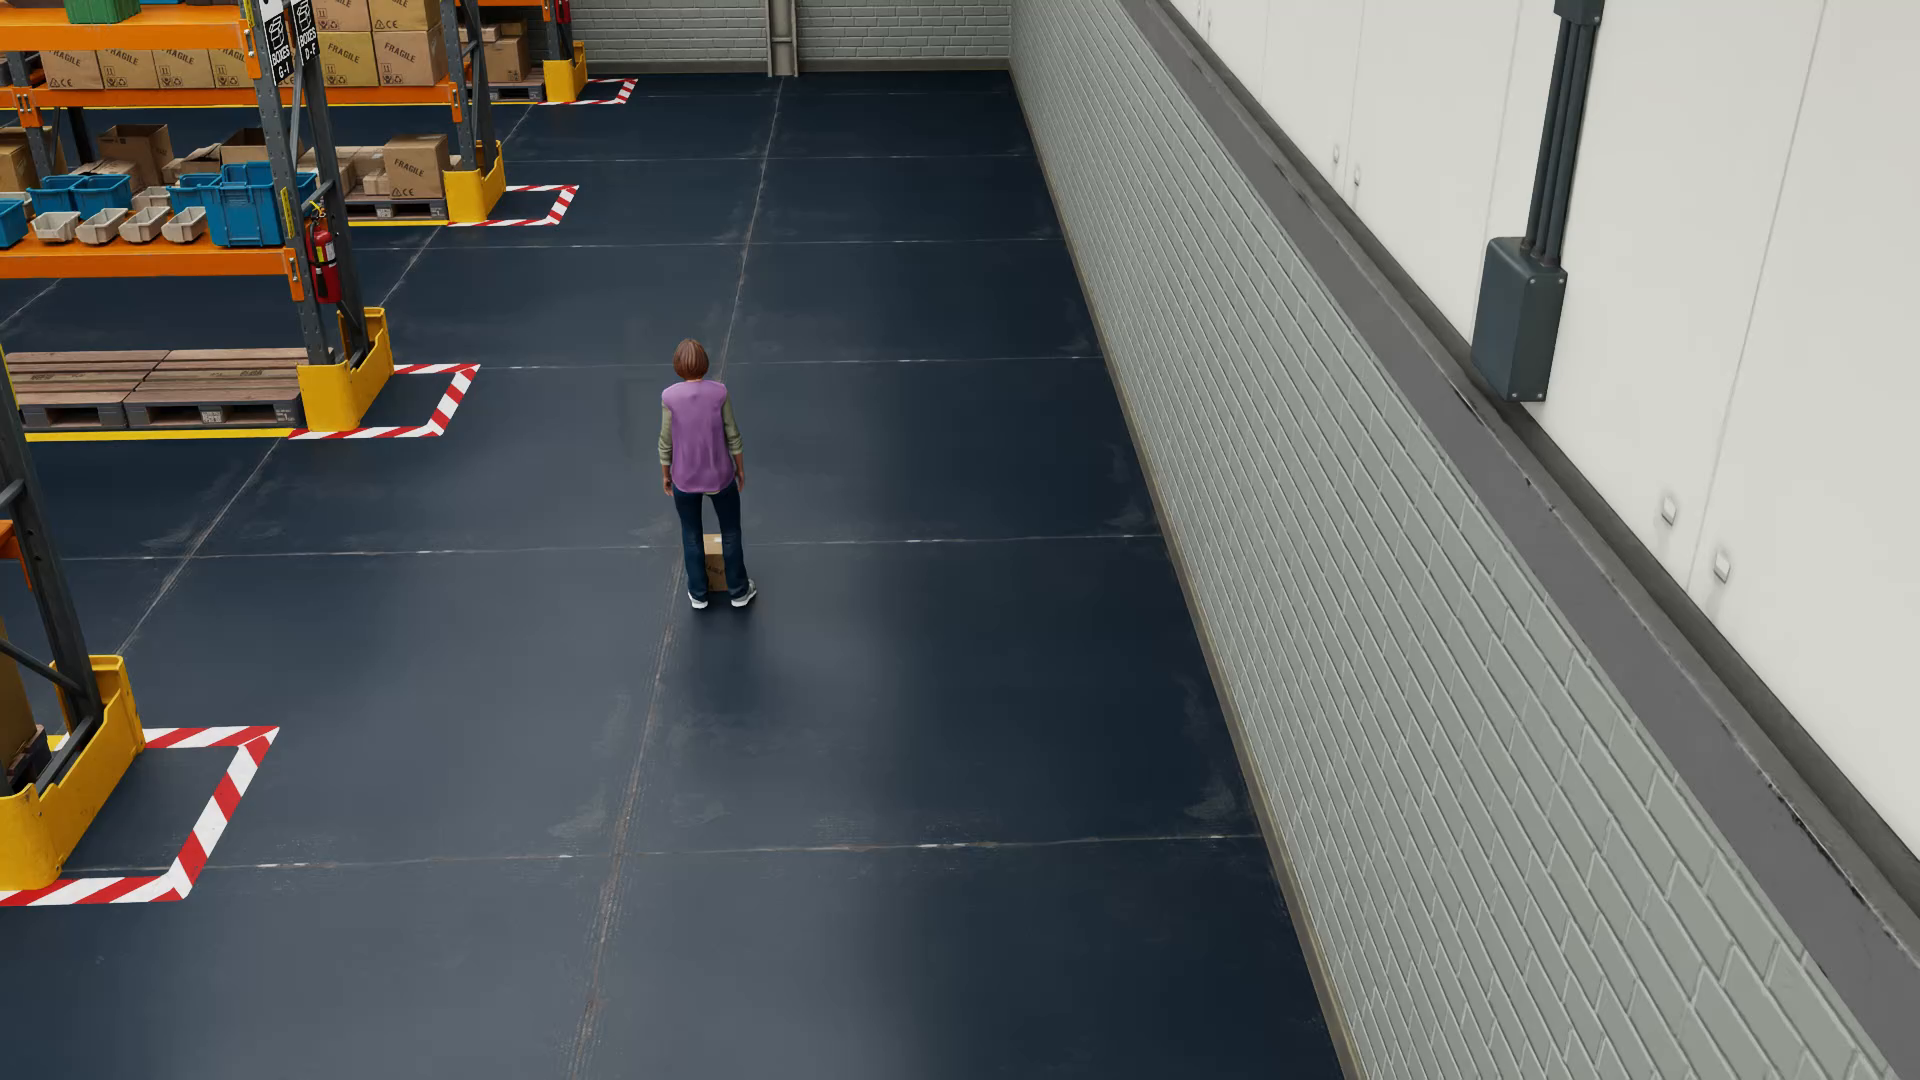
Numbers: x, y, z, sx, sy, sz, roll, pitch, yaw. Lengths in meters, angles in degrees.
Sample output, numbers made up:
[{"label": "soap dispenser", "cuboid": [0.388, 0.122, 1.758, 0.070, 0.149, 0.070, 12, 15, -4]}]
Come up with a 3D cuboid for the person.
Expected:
[{"label": "person", "cuboid": [-1.425, -0.345, 9.284, 0.483, 1.592, 0.347, -3, 28, -6]}]
